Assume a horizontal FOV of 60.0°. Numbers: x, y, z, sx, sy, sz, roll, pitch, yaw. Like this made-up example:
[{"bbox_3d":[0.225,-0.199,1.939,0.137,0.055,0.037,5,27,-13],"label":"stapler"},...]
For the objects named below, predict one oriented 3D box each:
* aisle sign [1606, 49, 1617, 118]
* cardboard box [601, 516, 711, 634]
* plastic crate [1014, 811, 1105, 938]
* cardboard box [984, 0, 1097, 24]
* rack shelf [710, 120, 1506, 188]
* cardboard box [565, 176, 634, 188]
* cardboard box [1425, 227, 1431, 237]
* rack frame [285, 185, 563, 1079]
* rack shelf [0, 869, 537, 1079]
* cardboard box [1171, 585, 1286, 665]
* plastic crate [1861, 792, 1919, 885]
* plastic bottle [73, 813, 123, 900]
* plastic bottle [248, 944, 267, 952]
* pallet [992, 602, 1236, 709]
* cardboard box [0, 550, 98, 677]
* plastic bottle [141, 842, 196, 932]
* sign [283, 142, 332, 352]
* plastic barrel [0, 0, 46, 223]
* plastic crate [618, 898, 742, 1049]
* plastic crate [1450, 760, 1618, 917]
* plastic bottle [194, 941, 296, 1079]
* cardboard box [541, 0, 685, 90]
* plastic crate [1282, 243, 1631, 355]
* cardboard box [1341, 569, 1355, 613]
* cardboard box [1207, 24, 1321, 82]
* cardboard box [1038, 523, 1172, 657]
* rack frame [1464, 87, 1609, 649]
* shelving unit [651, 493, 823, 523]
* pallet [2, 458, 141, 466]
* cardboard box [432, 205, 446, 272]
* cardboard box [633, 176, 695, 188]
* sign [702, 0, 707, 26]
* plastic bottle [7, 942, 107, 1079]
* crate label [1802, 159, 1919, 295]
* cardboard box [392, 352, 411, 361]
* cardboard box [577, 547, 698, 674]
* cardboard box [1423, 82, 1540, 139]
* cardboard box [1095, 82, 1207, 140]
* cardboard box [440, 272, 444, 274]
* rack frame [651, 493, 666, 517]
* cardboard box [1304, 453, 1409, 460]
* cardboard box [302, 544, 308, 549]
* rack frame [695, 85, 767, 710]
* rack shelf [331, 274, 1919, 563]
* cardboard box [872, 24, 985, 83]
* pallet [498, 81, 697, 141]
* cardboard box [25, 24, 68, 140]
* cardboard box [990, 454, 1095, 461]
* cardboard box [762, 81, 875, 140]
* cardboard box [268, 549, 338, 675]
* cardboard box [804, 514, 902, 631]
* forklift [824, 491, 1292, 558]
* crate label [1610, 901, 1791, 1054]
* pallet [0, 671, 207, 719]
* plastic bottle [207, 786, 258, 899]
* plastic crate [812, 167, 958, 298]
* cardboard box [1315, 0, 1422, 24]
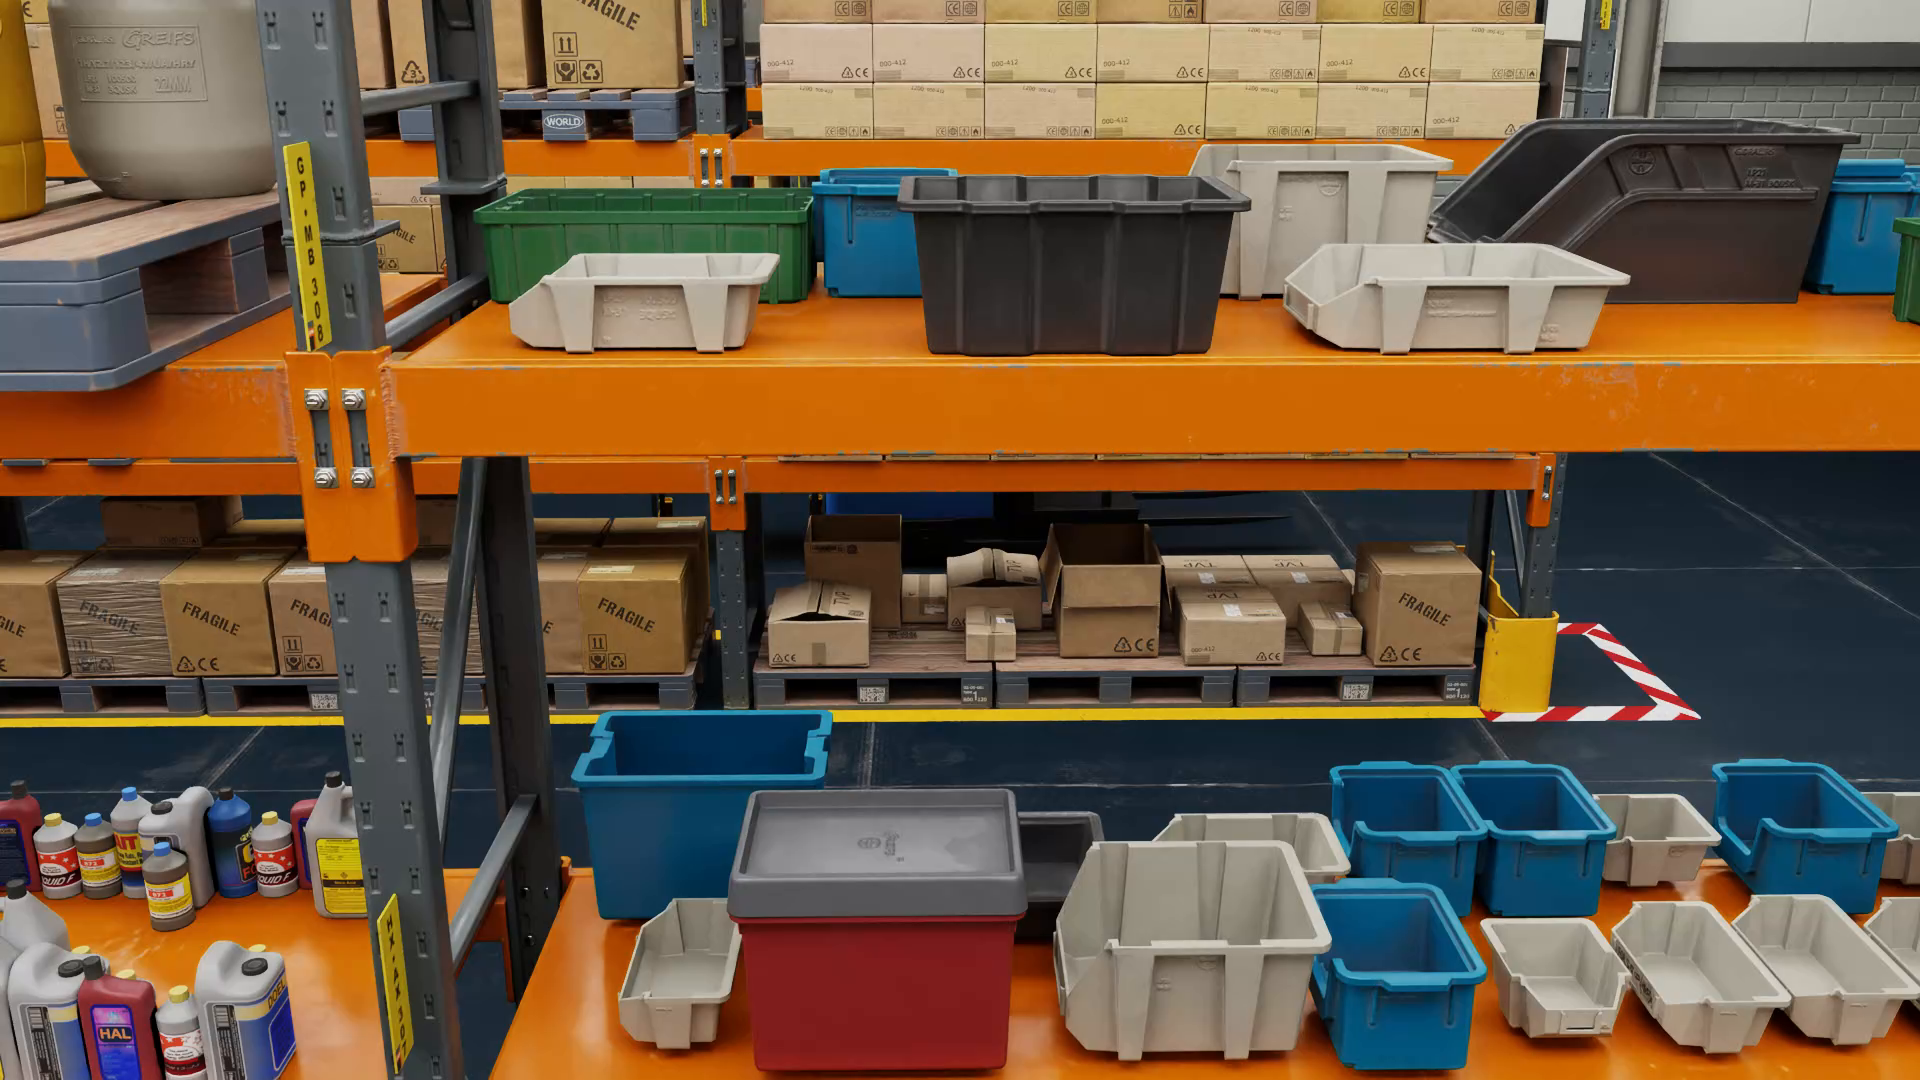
[{"bbox_3d":[2.939,-1.885,7.756,0.004,0.787,0.394,0,18,-1],"label":"aisle sign"},{"bbox_3d":[-1.621,0.188,8.923,0.500,0.500,0.500,-1,18,-3],"label":"cardboard box"},{"bbox_3d":[0.056,0.807,3.973,0.590,0.125,0.437,0,18,-1],"label":"plastic crate"},{"bbox_3d":[0.354,-2.650,7.687,0.500,0.500,0.700,0,18,-1],"label":"cardboard box"},{"bbox_3d":[0.866,-1.816,8.066,4.000,0.370,1.077,0,18,-1],"label":"rack shelf"},{"bbox_3d":[-2.700,-2.707,12.665,0.500,0.250,0.500,0,18,0],"label":"cardboard box"},{"bbox_3d":[2.418,-1.342,8.520,0.500,0.500,0.500,0,18,1],"label":"cardboard box"},{"bbox_3d":[-1.059,0.792,3.668,0.127,3.000,1.000,0,18,-1],"label":"rack frame"},{"bbox_3d":[-3.059,1.144,3.748,4.000,0.370,1.077,0,18,-1],"label":"rack shelf"},{"bbox_3d":[1.376,0.433,8.569,0.500,0.250,0.500,0,18,-1],"label":"cardboard box"},{"bbox_3d":[2.367,0.747,4.143,0.298,0.136,0.250,0,18,-1],"label":"plastic crate"},{"bbox_3d":[-2.107,0.767,4.071,0.097,0.201,0.097,0,18,0],"label":"plastic bottle"},{"bbox_3d":[-1.468,0.949,3.503,0.097,0.201,0.097,0,18,0],"label":"plastic bottle"},{"bbox_3d":[0.776,0.597,8.841,1.213,0.211,1.003,0,18,-1],"label":"pallet"},{"bbox_3d":[-4.673,0.364,8.373,0.500,0.500,0.500,0,18,1],"label":"cardboard box"},{"bbox_3d":[-1.873,0.812,3.930,0.097,0.201,0.097,0,18,0],"label":"plastic bottle"},{"bbox_3d":[-1.052,-0.473,2.685,0.005,0.325,0.100,0,18,-1],"label":"sign"},{"bbox_3d":[-1.968,-0.859,2.910,0.600,0.588,0.600,0,18,0],"label":"plastic barrel"},{"bbox_3d":[-0.591,0.930,3.570,0.243,0.136,0.396,0,18,-1],"label":"plastic crate"},{"bbox_3d":[1.372,0.731,4.034,0.300,0.233,0.416,0,18,-1],"label":"plastic crate"},{"bbox_3d":[-1.448,0.952,3.373,0.135,0.276,0.152,0,18,-1],"label":"plastic bottle"},{"bbox_3d":[-1.638,-2.464,7.894,0.600,0.600,0.600,-2,18,-6],"label":"cardboard box"},{"bbox_3d":[0.879,-0.444,3.043,0.530,0.136,0.437,0,18,-1],"label":"plastic crate"},{"bbox_3d":[2.192,0.298,9.127,0.250,0.166,0.380,0,18,-1],"label":"cardboard box"},{"bbox_3d":[1.357,-2.251,7.670,0.500,0.250,0.500,0,18,-1],"label":"cardboard box"},{"bbox_3d":[0.745,0.248,8.731,0.637,0.503,0.797,0,18,-1],"label":"cardboard box"},{"bbox_3d":[2.866,-0.740,8.444,0.127,3.000,1.000,0,18,-1],"label":"rack frame"},{"bbox_3d":[-1.445,-0.680,10.712,1.083,1.500,0.587,-1,18,-4],"label":"shelving unit"},{"bbox_3d":[-4.456,-0.635,8.430,1.003,0.211,1.213,0,18,-1],"label":"pallet"},{"bbox_3d":[-3.705,-2.339,12.745,0.500,0.500,0.500,0,18,-1],"label":"cardboard box"},{"bbox_3d":[-2.190,-2.710,12.673,0.500,0.250,0.500,0,18,0],"label":"cardboard box"},{"bbox_3d":[-1.121,-2.413,7.258,0.005,0.325,0.100,0,18,-1],"label":"sign"},{"bbox_3d":[-1.813,0.953,3.368,0.135,0.276,0.152,0,18,-1],"label":"plastic bottle"},{"bbox_3d":[2.013,-0.679,3.586,0.502,0.251,0.408,0,18,-1],"label":"crate label"},{"bbox_3d":[-2.899,-0.941,8.219,0.500,0.500,0.700,-5,18,-15],"label":"cardboard box"},{"bbox_3d":[-1.622,0.350,8.418,0.500,0.500,0.500,0,18,-1],"label":"cardboard box"},{"bbox_3d":[2.357,-2.014,7.750,0.500,0.250,0.500,0,18,-1],"label":"cardboard box"},{"bbox_3d":[0.857,-2.011,7.741,0.500,0.250,0.500,0,18,-1],"label":"cardboard box"},{"bbox_3d":[-3.854,-2.052,12.912,0.250,0.149,0.380,0,18,0],"label":"cardboard box"},{"bbox_3d":[-1.962,-0.669,10.677,0.032,1.500,0.500,-1,18,-4],"label":"rack frame"},{"bbox_3d":[1.904,-0.699,8.152,0.500,0.500,0.500,0,18,0],"label":"cardboard box"},{"bbox_3d":[-3.159,0.196,8.897,0.500,0.500,0.500,-1,18,-3],"label":"cardboard box"},{"bbox_3d":[-1.133,-0.721,8.384,0.127,3.000,1.000,0,18,-1],"label":"rack frame"},{"bbox_3d":[0.941,-0.303,3.350,4.000,0.370,1.077,0,18,-1],"label":"rack shelf"},{"bbox_3d":[-0.143,-2.245,7.652,0.500,0.250,0.500,0,18,-1],"label":"cardboard box"},{"bbox_3d":[-1.786,-2.078,8.012,1.003,0.211,1.213,0,18,-1],"label":"pallet"},{"bbox_3d":[-4.187,-2.192,7.897,0.500,0.500,0.910,0,18,-1],"label":"cardboard box"},{"bbox_3d":[0.393,-0.693,8.133,0.500,0.500,0.500,0,18,-1],"label":"cardboard box"},{"bbox_3d":[-0.643,-2.005,7.720,0.500,0.250,0.500,0,18,-1],"label":"cardboard box"},{"bbox_3d":[-3.126,0.355,8.402,0.500,0.500,0.500,-1,18,-3],"label":"cardboard box"},{"bbox_3d":[-0.568,0.171,8.977,0.500,0.500,0.500,0,18,-1],"label":"cardboard box"},{"bbox_3d":[0.628,-1.408,10.640,3.031,2.935,1.130,-1,18,-4],"label":"forklift"},{"bbox_3d":[1.560,0.935,3.556,0.243,0.136,0.396,0,18,-1],"label":"crate label"},{"bbox_3d":[-4.386,0.634,8.725,1.213,0.211,1.003,0,18,-1],"label":"pallet"},{"bbox_3d":[-1.778,0.732,4.066,0.097,0.271,0.097,0,18,0],"label":"plastic bottle"},{"bbox_3d":[-0.154,-0.658,3.553,0.300,0.233,0.416,0,18,-1],"label":"plastic crate"},{"bbox_3d":[1.852,-2.708,7.868,0.500,0.500,0.700,0,18,-1],"label":"cardboard box"}]
